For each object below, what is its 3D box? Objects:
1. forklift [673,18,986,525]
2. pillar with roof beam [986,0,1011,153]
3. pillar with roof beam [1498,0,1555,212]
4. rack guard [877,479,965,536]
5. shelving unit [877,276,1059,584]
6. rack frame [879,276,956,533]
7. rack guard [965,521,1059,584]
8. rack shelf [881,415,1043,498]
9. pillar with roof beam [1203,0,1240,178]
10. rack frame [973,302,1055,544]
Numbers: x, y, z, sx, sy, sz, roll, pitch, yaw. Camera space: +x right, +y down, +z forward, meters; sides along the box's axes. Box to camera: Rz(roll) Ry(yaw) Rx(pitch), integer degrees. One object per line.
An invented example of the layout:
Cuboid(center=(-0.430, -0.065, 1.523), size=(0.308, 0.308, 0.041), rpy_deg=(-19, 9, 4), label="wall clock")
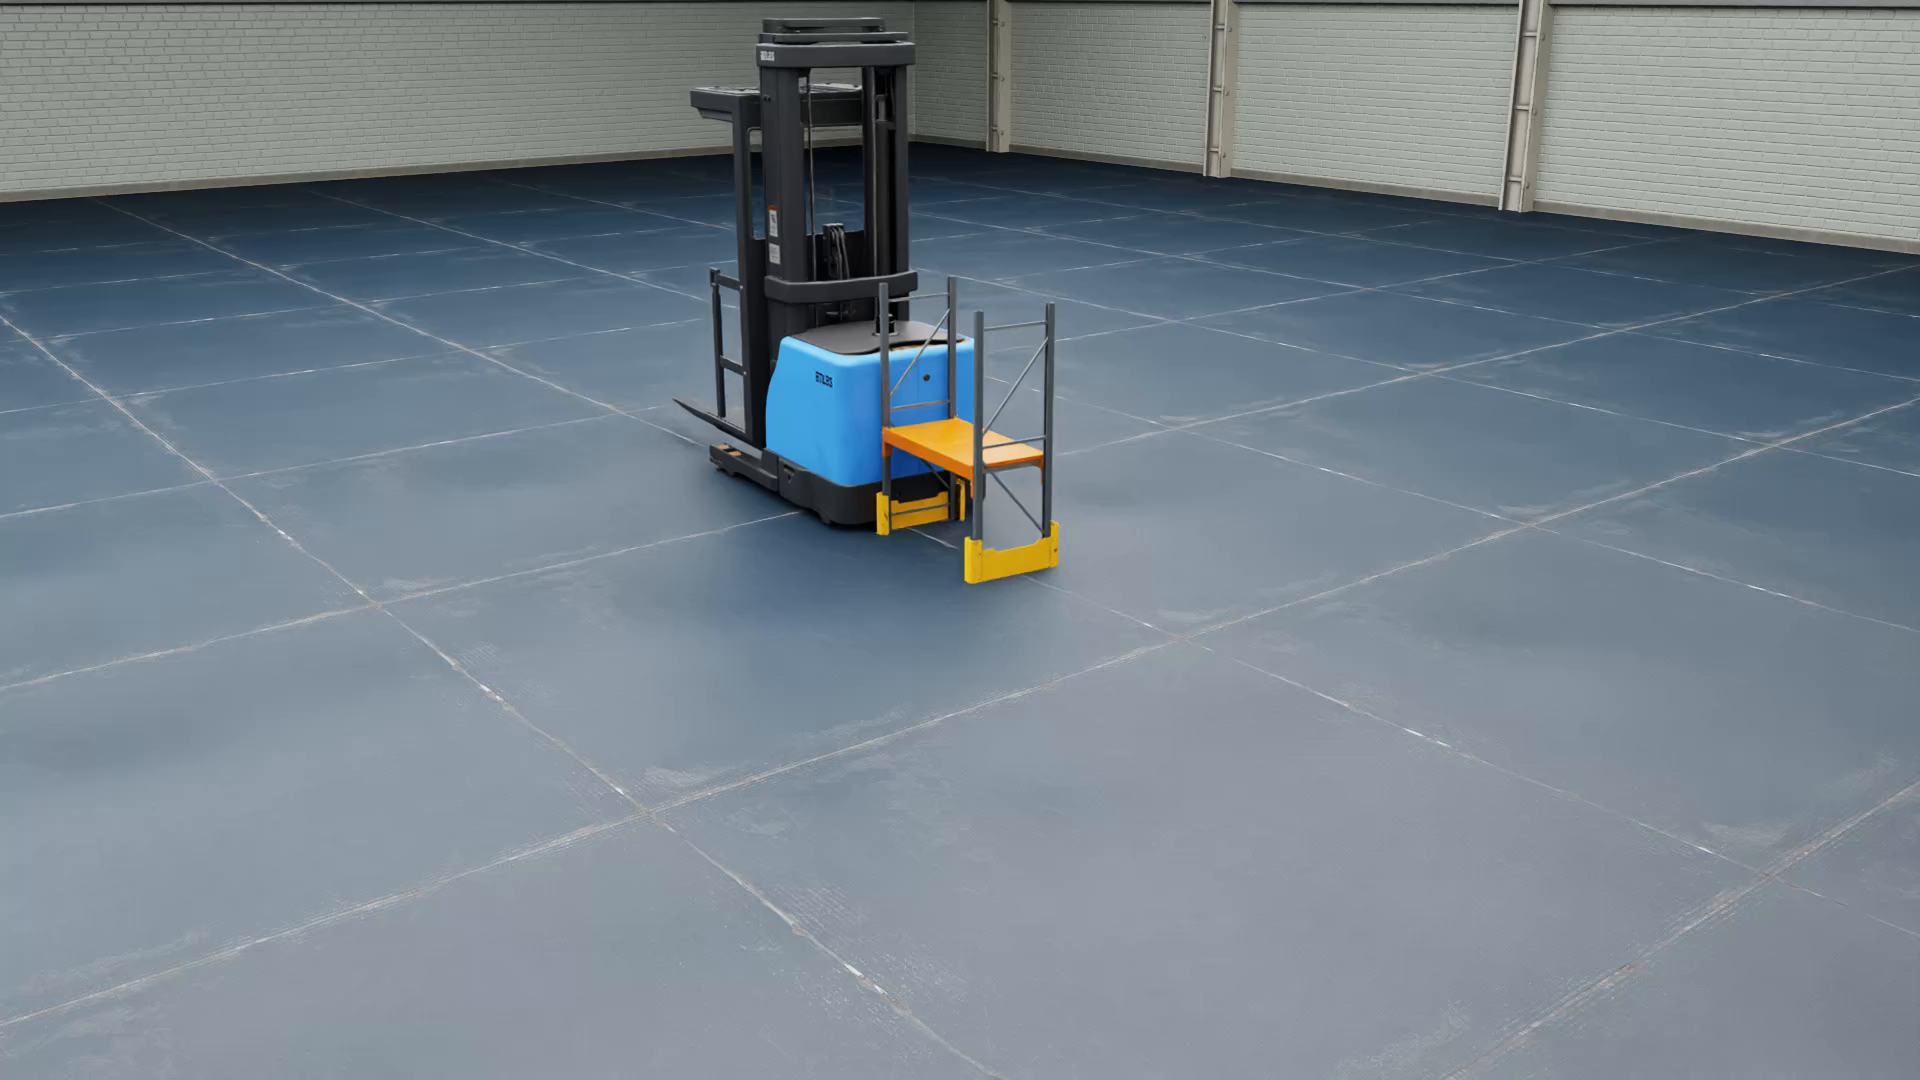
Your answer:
Cuboid(center=(-1.047, -1.892, 10.913), size=(1.130, 2.935, 3.031), rpy_deg=(-11, 21, -30), label="forklift")
Cuboid(center=(-2.604, -11.267, 29.573), size=(9.100, 9.000, 0.400), rpy_deg=(-14, 23, -36), label="pillar with roof beam")
Cuboid(center=(4.846, -8.310, 20.643), size=(9.100, 9.000, 0.400), rpy_deg=(-14, 23, -36), label="pillar with roof beam")
Cuboid(center=(-0.233, -0.199, 10.065), size=(0.587, 0.250, 0.087), rpy_deg=(-11, 21, -30), label="rack guard")
Cuboid(center=(0.029, -0.659, 9.466), size=(0.587, 1.500, 1.083), rpy_deg=(-11, 21, -30), label="shelving unit")
Cuboid(center=(-0.244, -0.797, 9.884), size=(0.500, 1.500, 0.032), rpy_deg=(-11, 21, -30), label="rack frame")
Cuboid(center=(0.291, 0.068, 9.261), size=(0.587, 0.250, 0.087), rpy_deg=(-11, 21, -30), label="rack guard")
Cuboid(center=(0.024, -0.490, 9.530), size=(0.538, 0.185, 1.000), rpy_deg=(-11, 21, -30), label="rack shelf")
Cuboid(center=(1.121, -9.788, 25.108), size=(9.100, 9.000, 0.400), rpy_deg=(-14, 23, -36), label="pillar with roof beam")
Cuboid(center=(0.291, -0.525, 9.063), size=(0.500, 1.500, 0.032), rpy_deg=(-11, 21, -30), label="rack frame")
